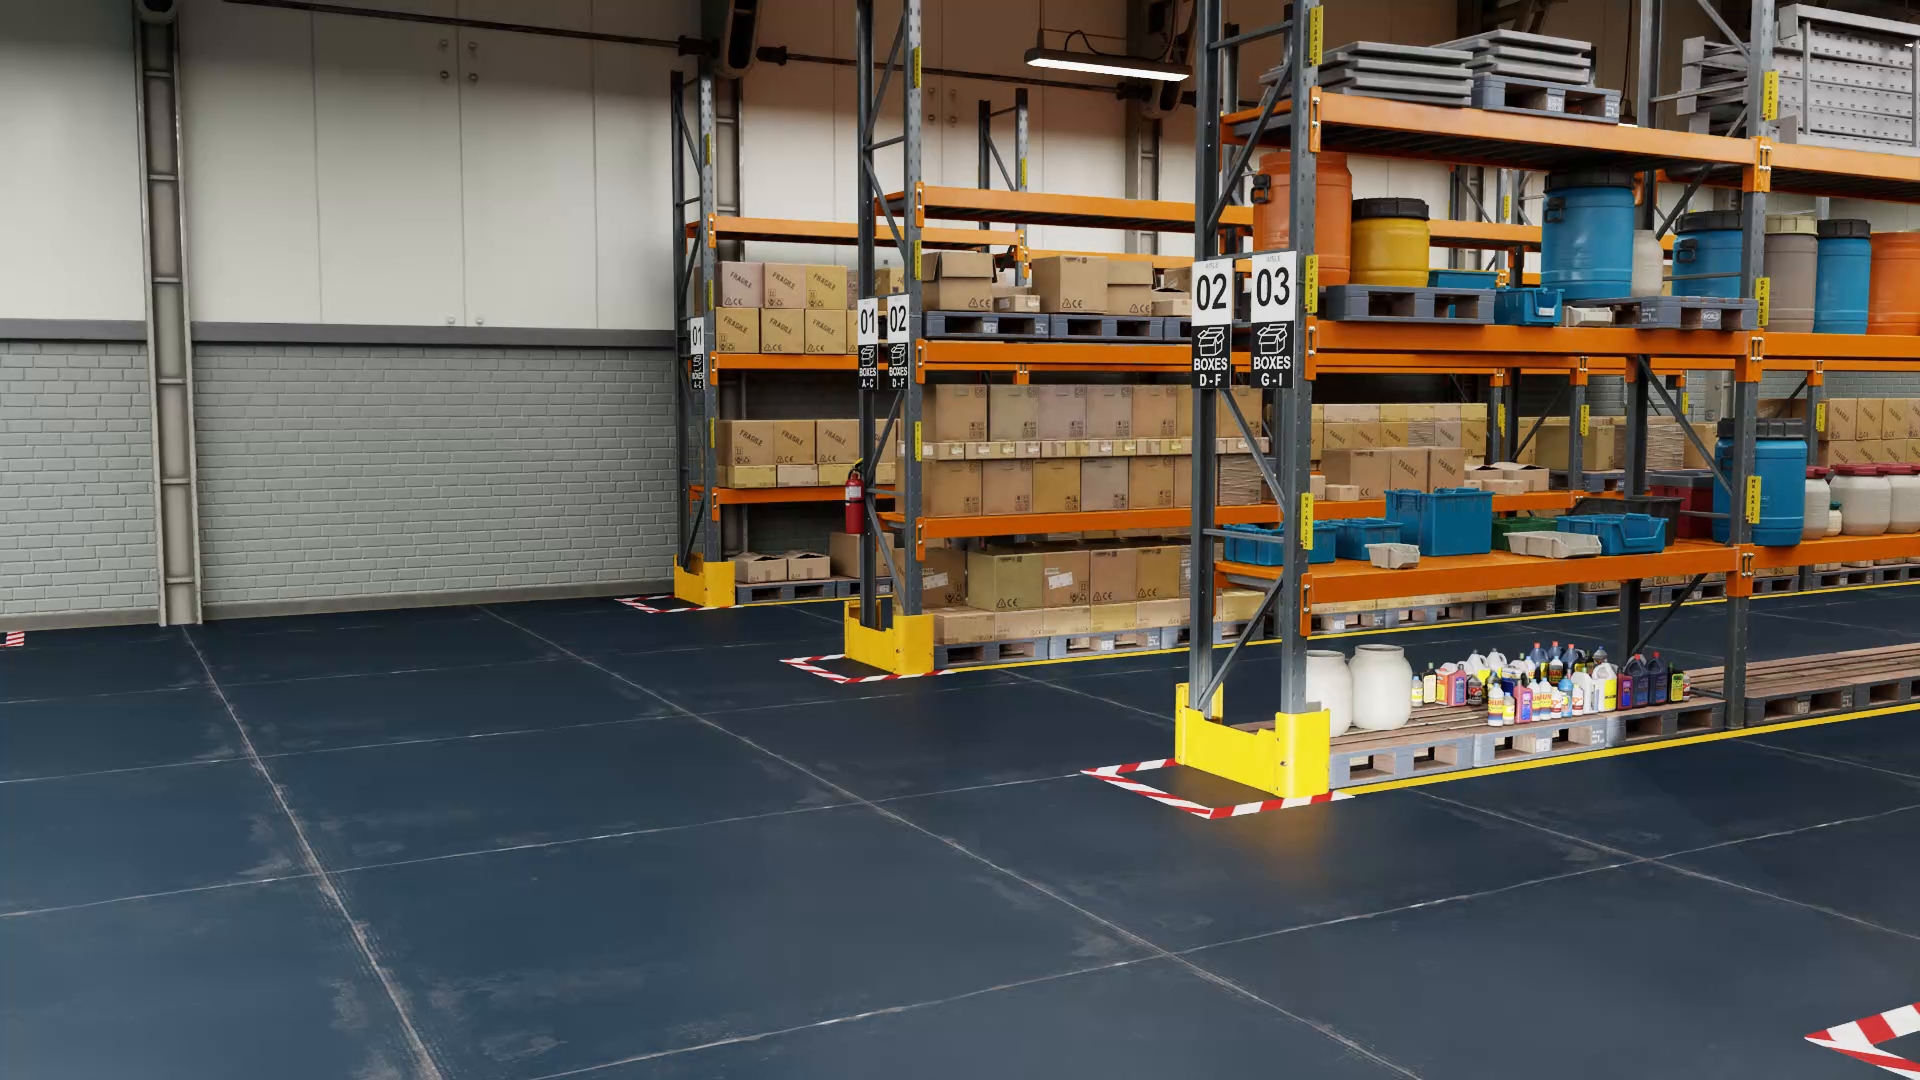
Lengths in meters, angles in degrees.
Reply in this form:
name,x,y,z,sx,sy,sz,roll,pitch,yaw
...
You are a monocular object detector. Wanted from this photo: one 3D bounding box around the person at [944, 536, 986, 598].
name,x,y,z,sx,sy,sz,roll,pitch,yaw
person,0.032,0.025,17.253,0.532,1.655,0.349,-3,6,-32
